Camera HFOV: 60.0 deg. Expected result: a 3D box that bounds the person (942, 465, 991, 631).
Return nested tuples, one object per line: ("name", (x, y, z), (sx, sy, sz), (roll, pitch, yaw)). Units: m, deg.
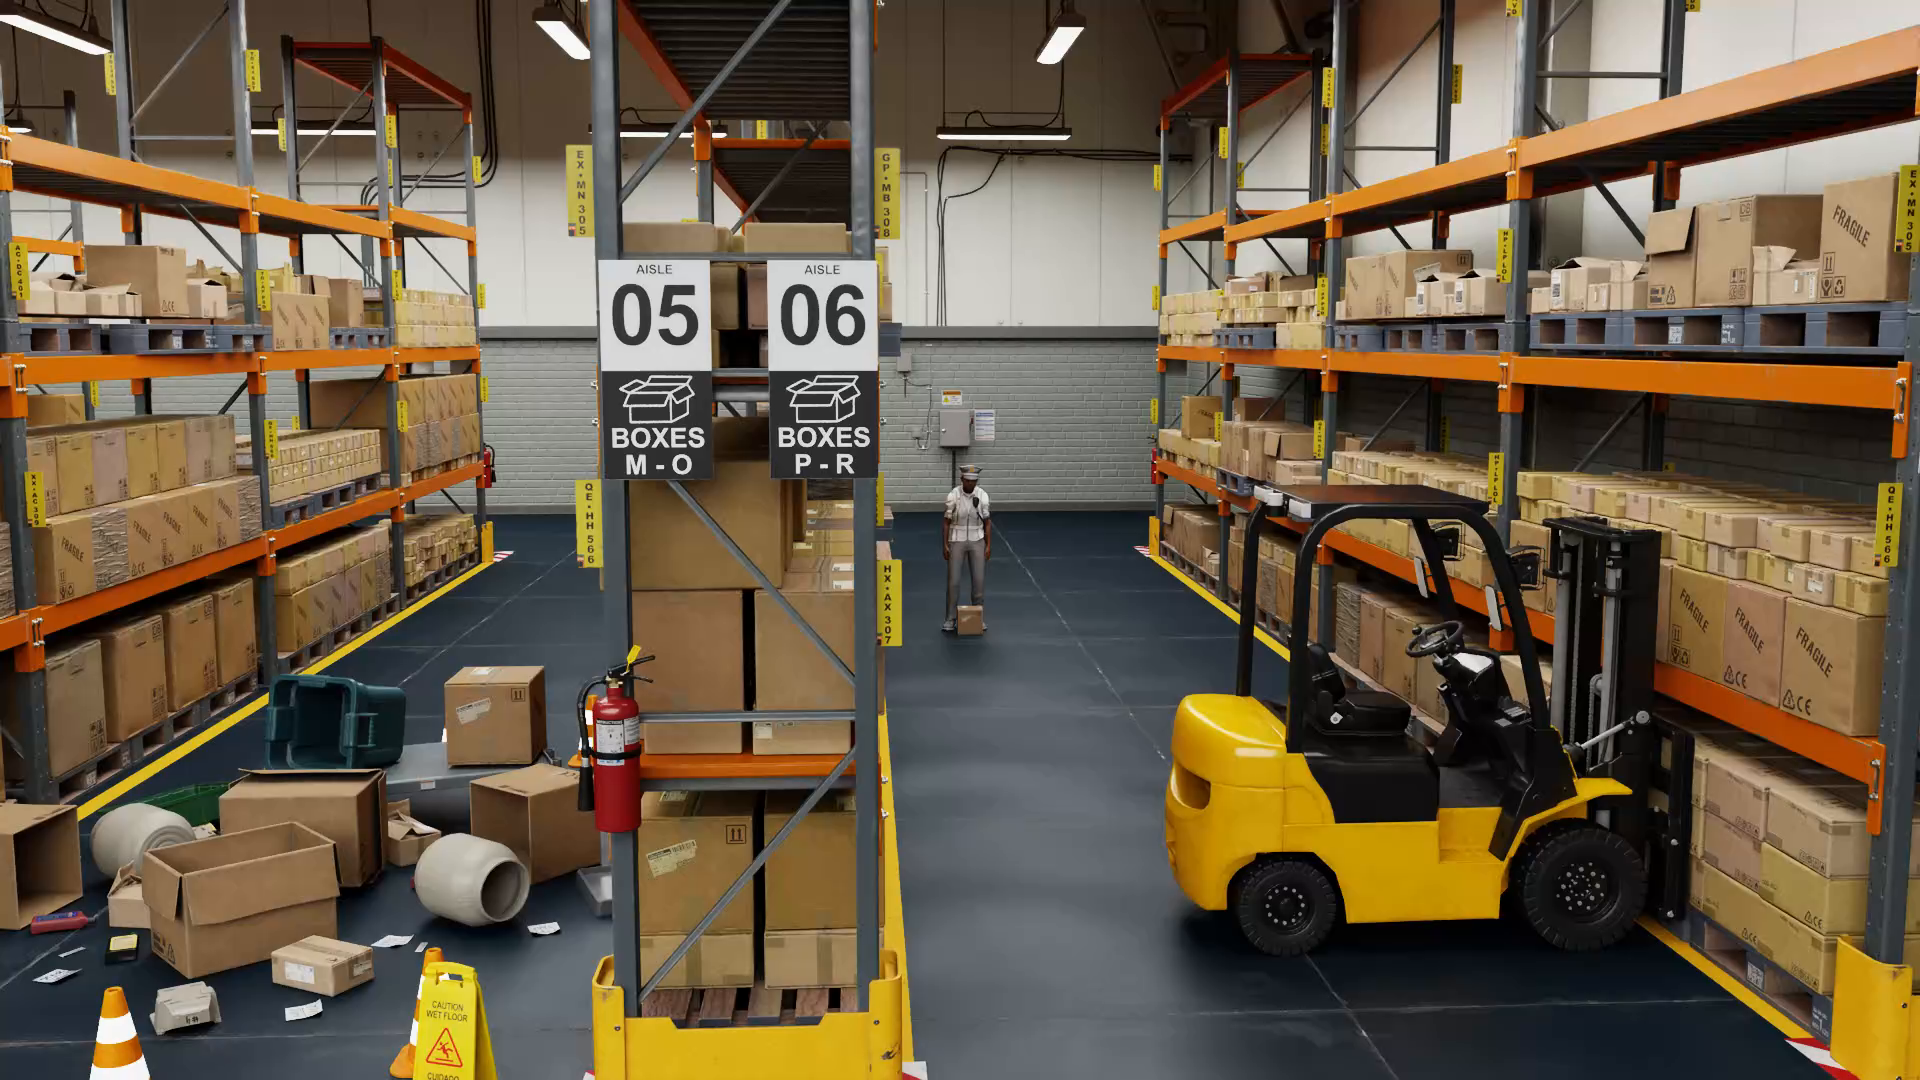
("person", (0.064, 0.070, 16.688), (0.505, 1.657, 0.394), (-1, 7, -5))
